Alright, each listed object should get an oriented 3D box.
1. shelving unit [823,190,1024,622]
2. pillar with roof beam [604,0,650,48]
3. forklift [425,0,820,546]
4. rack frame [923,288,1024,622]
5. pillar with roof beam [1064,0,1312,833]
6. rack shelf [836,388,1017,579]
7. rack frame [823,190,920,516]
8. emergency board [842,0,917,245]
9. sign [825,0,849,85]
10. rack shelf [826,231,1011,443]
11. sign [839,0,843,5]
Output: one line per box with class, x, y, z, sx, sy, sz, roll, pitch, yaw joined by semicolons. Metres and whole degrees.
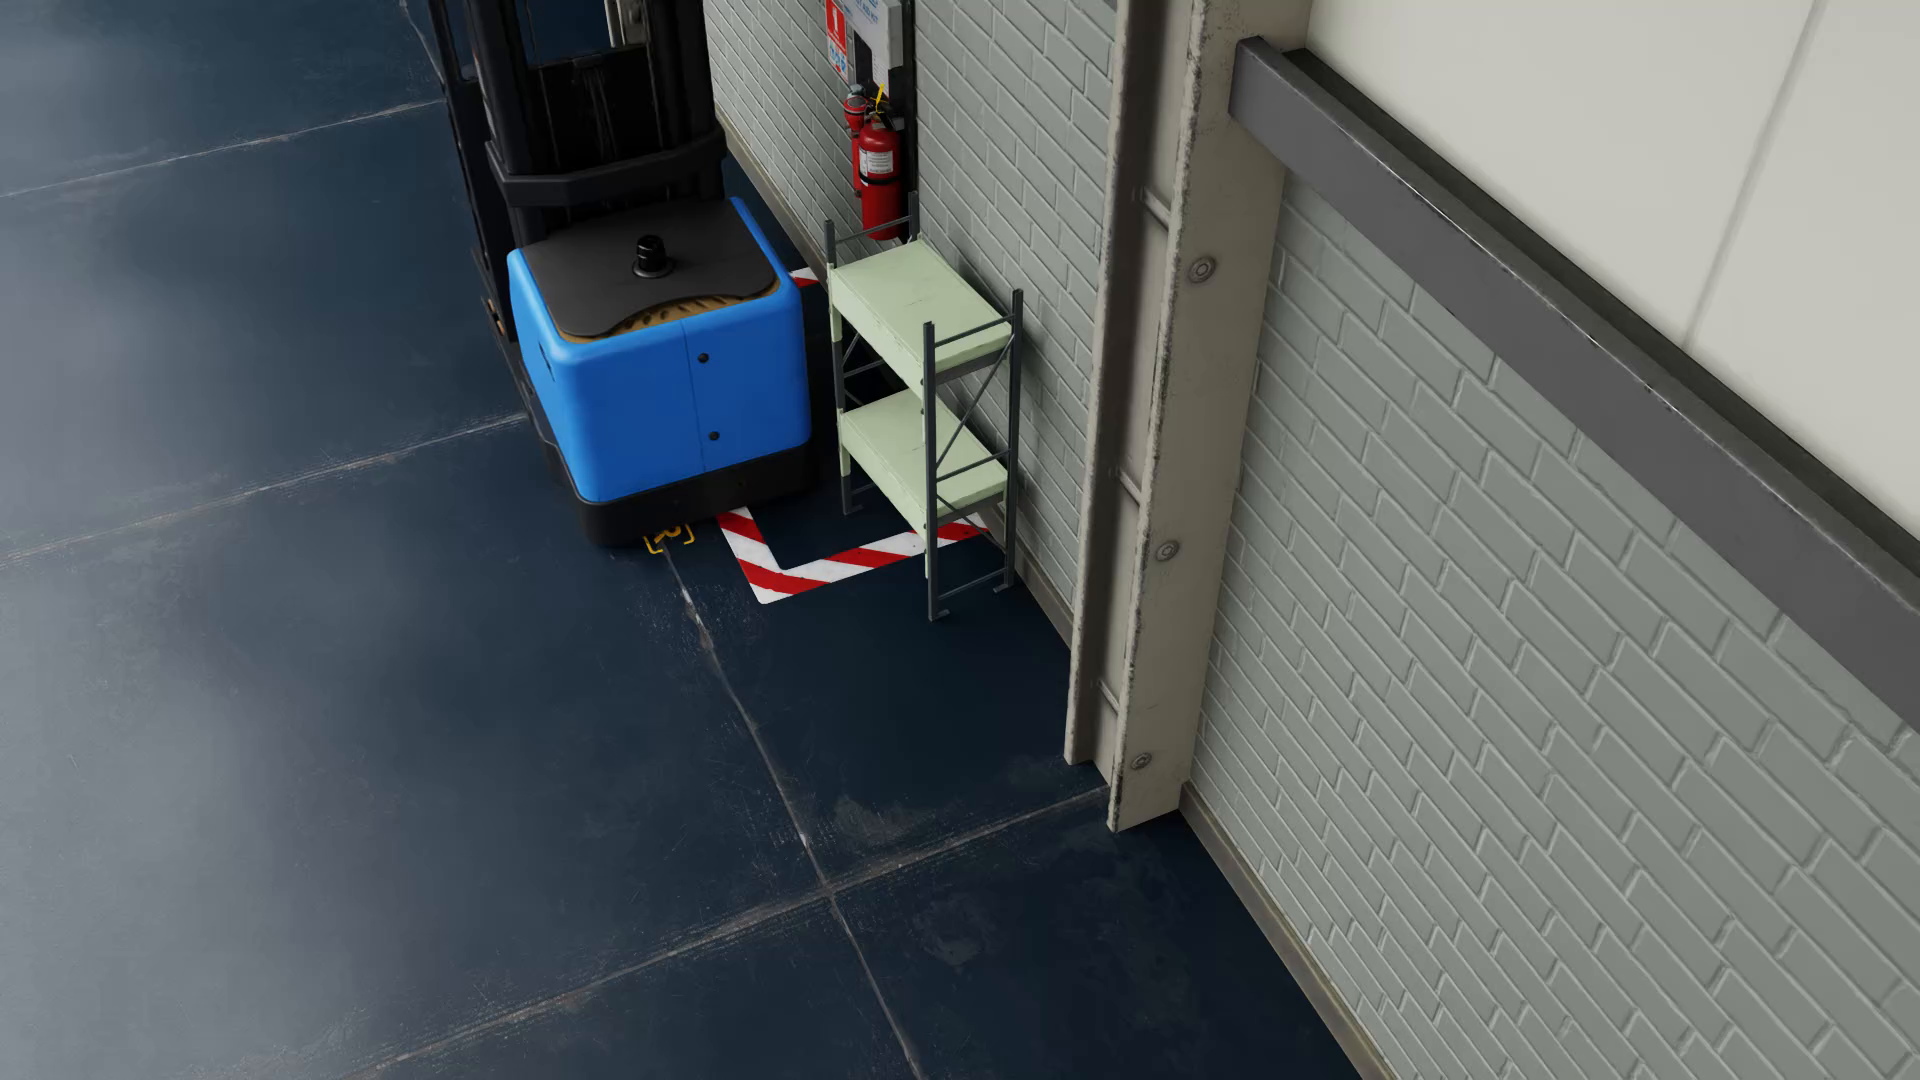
shelving unit;-0.142;-0.499;6.557;0.431;1.500;0.755;-23;49;-22
pillar with roof beam;-5.816;-4.861;5.639;9.100;9.000;0.400;-18;47;-17
forklift;-1.685;-2.062;7.122;1.130;2.935;3.031;-18;47;-17
rack frame;0.049;-0.280;6.334;0.400;1.500;0.023;-23;49;-22
pillar with roof beam;-3.293;-1.038;1.764;9.100;9.000;0.400;-18;47;-17
rack shelf;-0.142;-0.267;6.786;0.431;0.370;0.720;-23;49;-22
rack frame;-0.332;-0.719;6.779;0.400;1.500;0.023;-23;49;-22
emergency board;-0.391;-1.760;6.767;0.194;1.169;0.643;-18;47;-17
sign;-0.530;-2.155;7.142;0.001;0.329;0.234;-18;47;-17
rack shelf;-0.142;-0.777;6.283;0.431;0.370;0.720;-23;49;-22
sign;-0.536;-2.338;6.950;0.001;0.109;0.331;-18;47;-17
